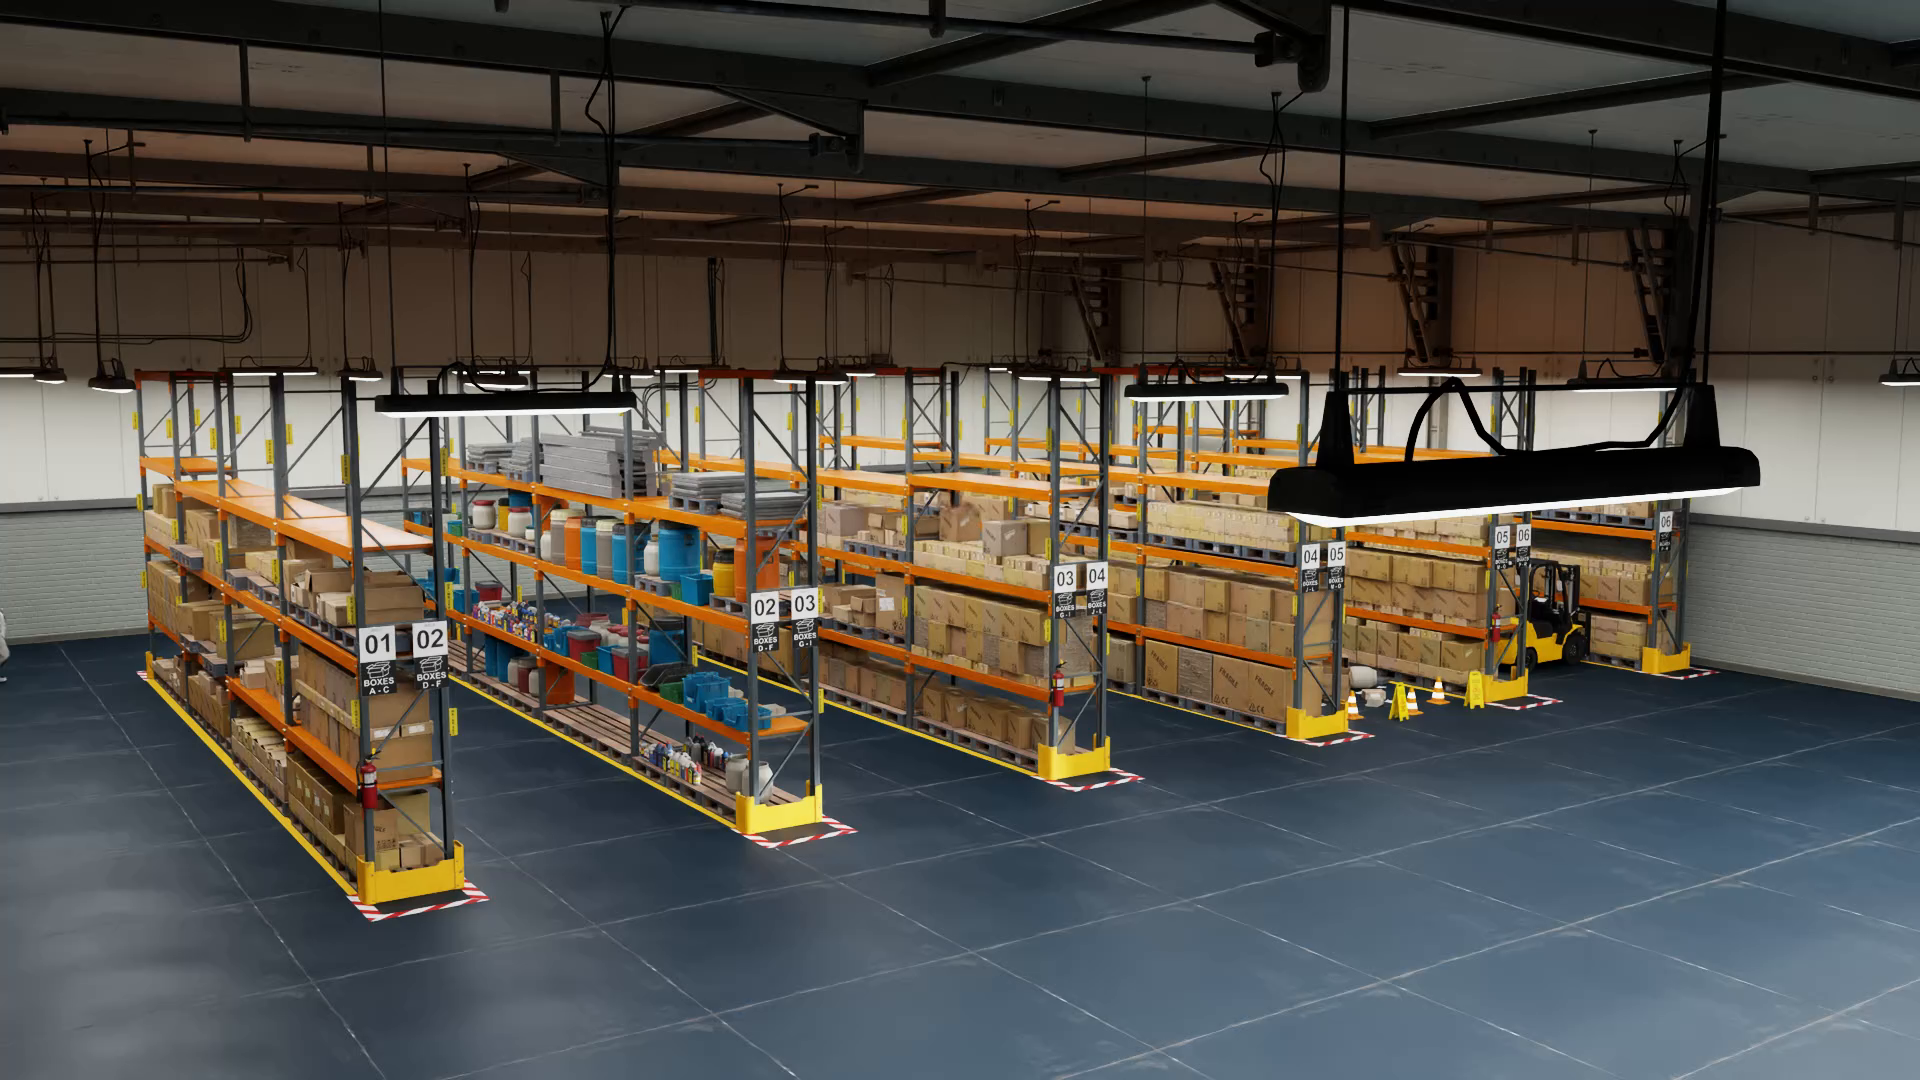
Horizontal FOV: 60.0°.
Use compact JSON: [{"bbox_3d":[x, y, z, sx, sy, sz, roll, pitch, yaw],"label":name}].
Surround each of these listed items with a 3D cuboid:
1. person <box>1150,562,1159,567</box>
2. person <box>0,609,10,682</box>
[{"bbox_3d":[4.274,1.373,36.116,0.539,1.777,0.638,3,7,22],"label":"person"},{"bbox_3d":[-18.476,1.860,31.780,0.491,1.765,0.568,-5,8,-38],"label":"person"}]
